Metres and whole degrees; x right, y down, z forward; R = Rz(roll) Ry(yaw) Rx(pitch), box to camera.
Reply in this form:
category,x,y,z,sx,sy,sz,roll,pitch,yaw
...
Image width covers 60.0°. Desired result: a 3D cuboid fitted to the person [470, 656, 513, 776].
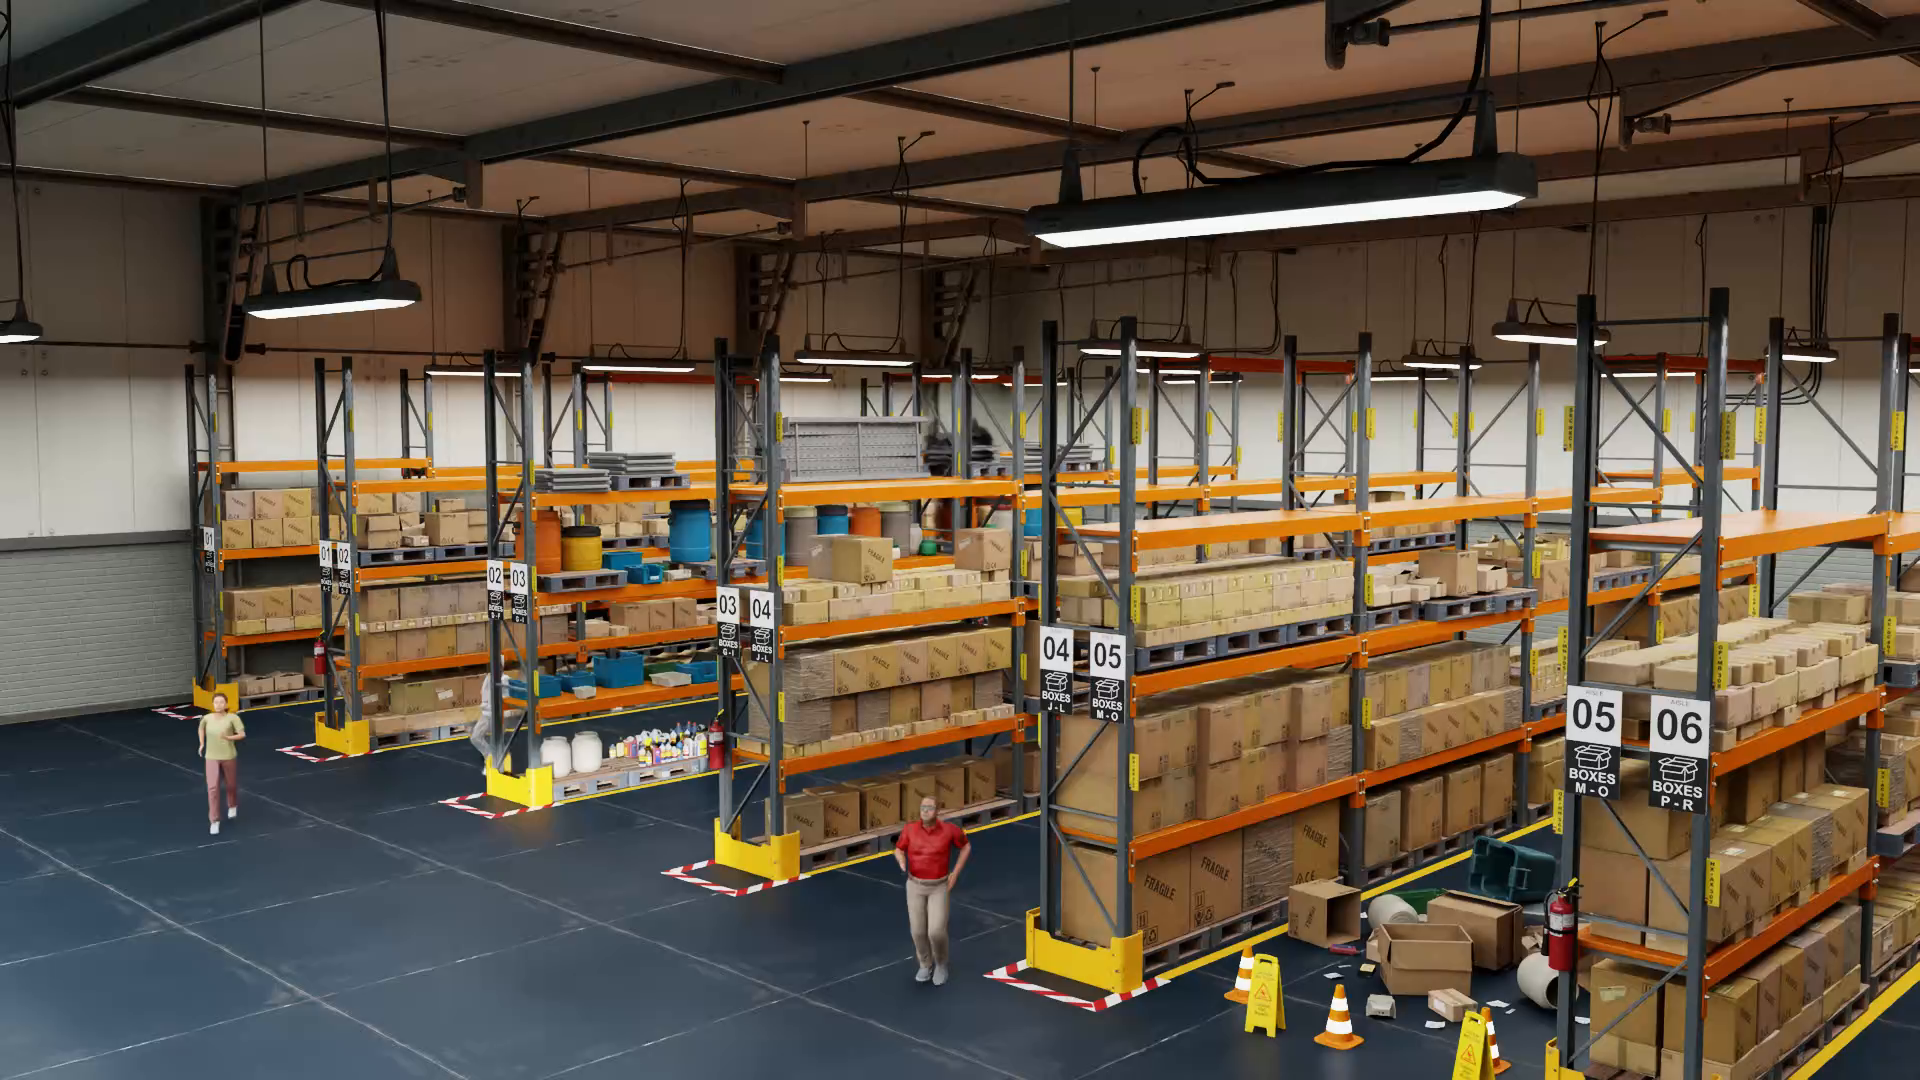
category,x,y,z,sx,sy,sz,roll,pitch,yaw
person,-6.613,2.495,23.516,0.675,1.760,0.654,4,6,39

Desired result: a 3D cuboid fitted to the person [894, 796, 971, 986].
category,x,y,z,sx,sy,sz,roll,pitch,yaw
person,-0.294,3.179,14.977,0.671,1.735,0.622,1,5,15

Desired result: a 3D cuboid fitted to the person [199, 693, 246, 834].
category,x,y,z,sx,sy,sz,roll,pitch,yaw
person,-9.166,2.722,20.652,0.569,1.666,0.957,-1,5,-17
